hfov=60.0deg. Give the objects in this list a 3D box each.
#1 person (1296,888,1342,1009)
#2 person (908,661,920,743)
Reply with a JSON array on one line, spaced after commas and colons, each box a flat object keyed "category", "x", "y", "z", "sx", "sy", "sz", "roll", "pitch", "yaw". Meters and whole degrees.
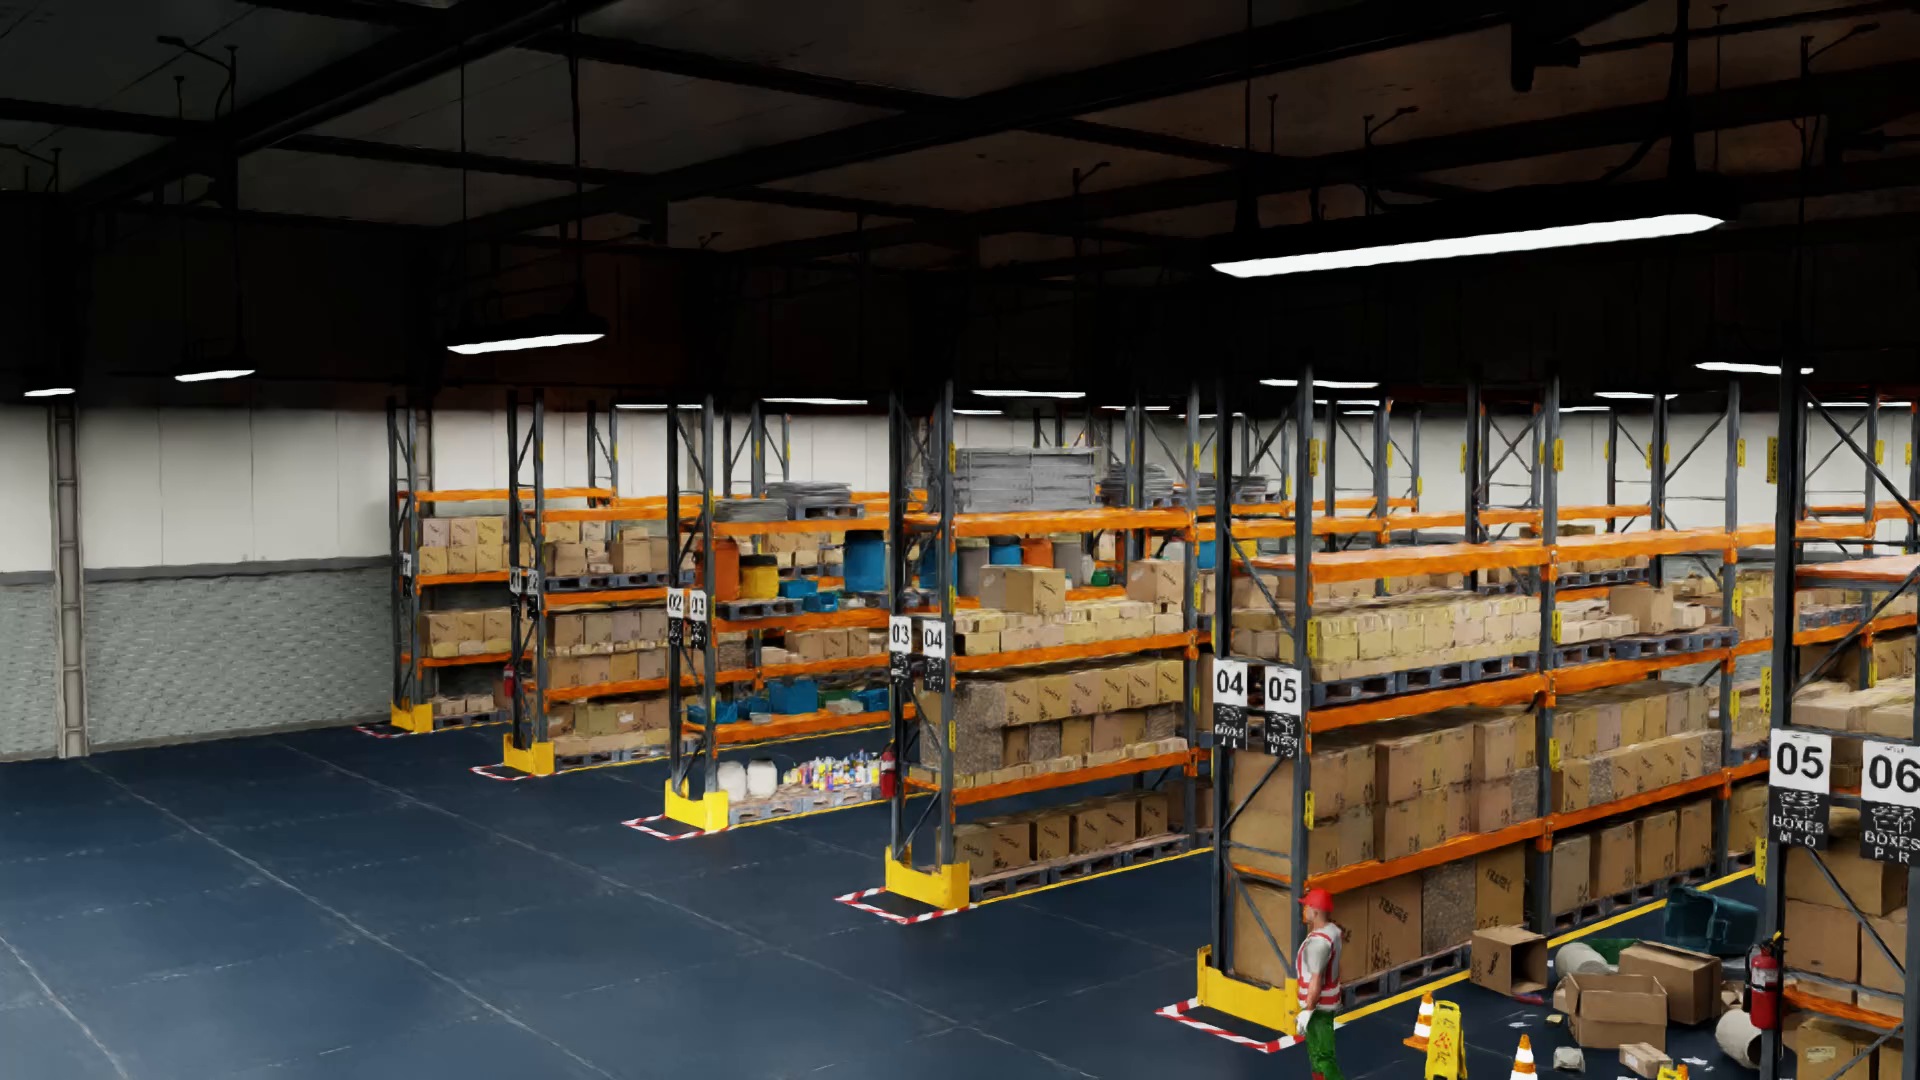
[{"category": "person", "x": 2.747, "y": 3.547, "z": 12.539, "sx": 0.485, "sy": 1.787, "sz": 0.644, "roll": 1, "pitch": 4, "yaw": 19}, {"category": "person", "x": -0.666, "y": 2.750, "z": 26.654, "sx": 0.939, "sy": 1.729, "sz": 0.574, "roll": -1, "pitch": 4, "yaw": -23}]
